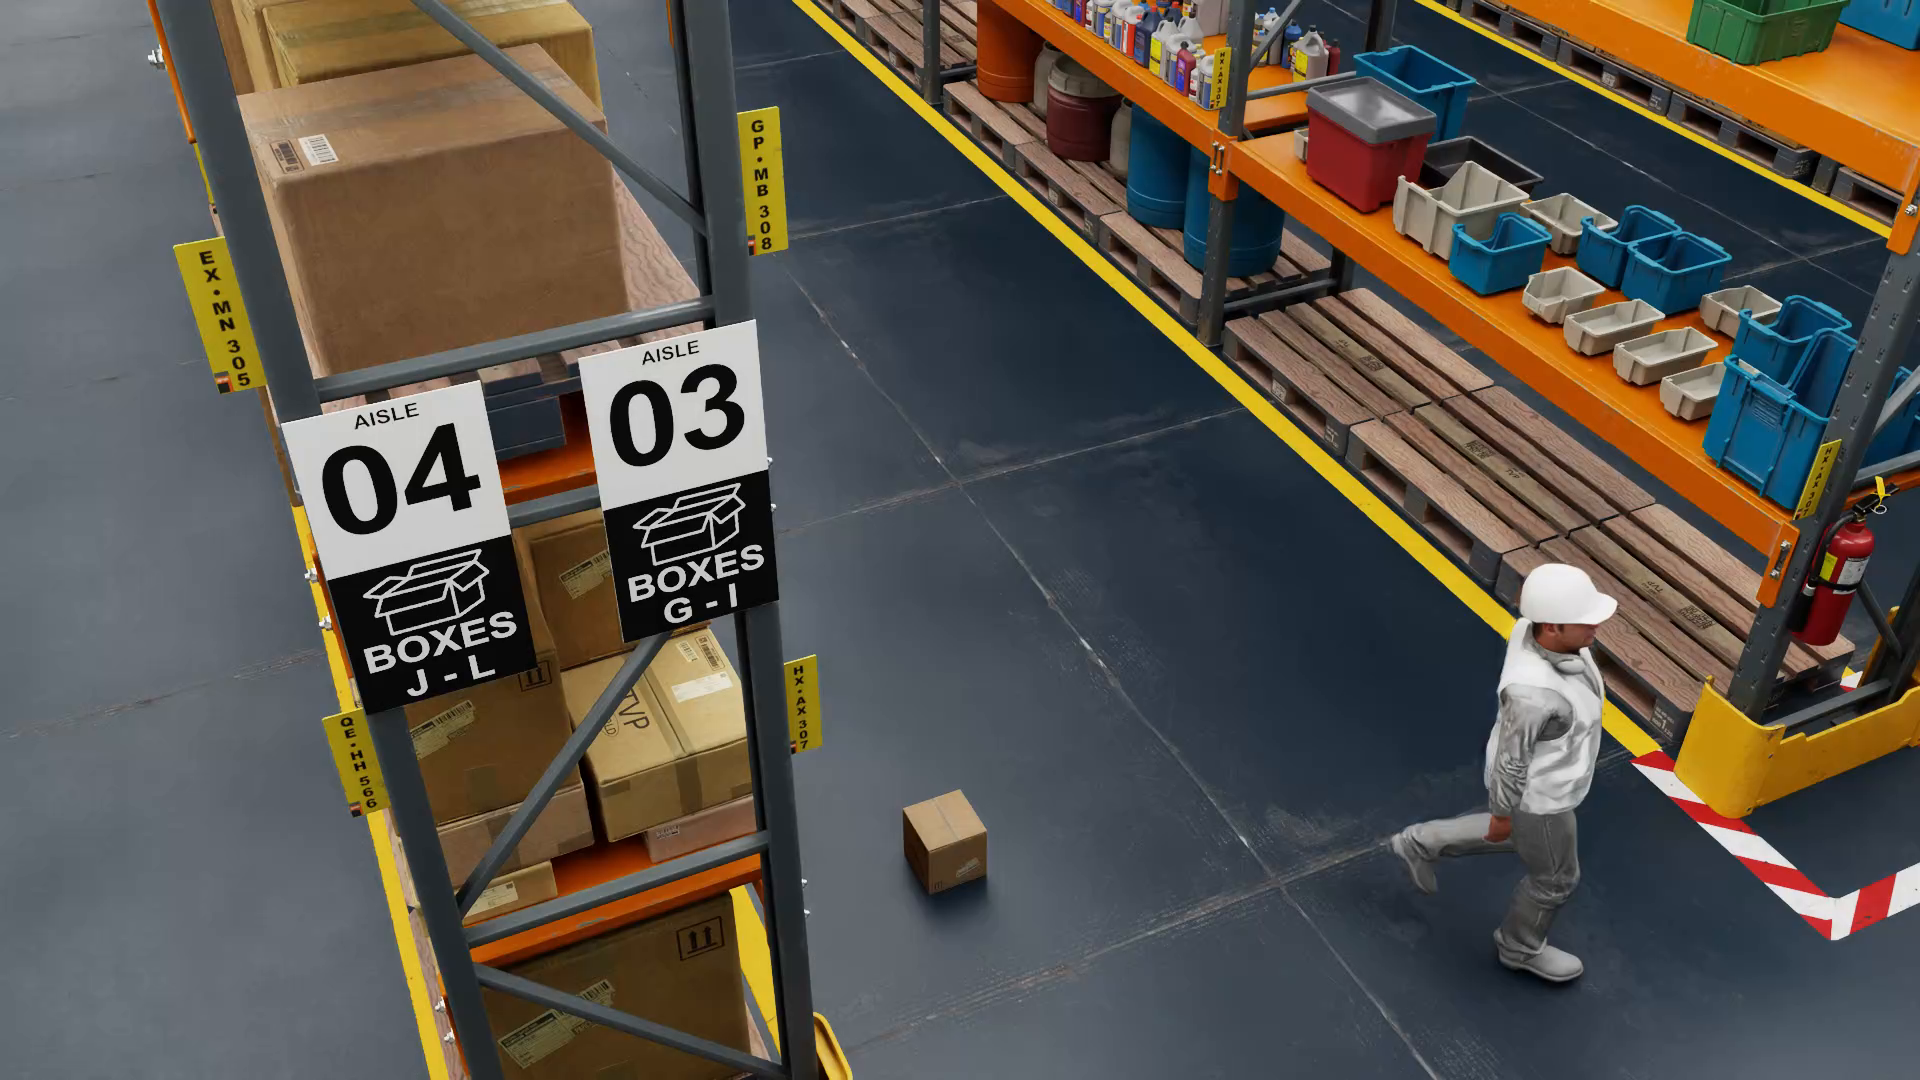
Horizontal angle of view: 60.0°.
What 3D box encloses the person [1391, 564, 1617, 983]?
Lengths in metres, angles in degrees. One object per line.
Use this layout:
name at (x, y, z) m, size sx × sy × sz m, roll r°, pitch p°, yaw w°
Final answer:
person at (1.954, 0.799, 5.759) m, size 0.759 × 1.746 × 0.529 m, roll 12°, pitch 39°, yaw 15°
